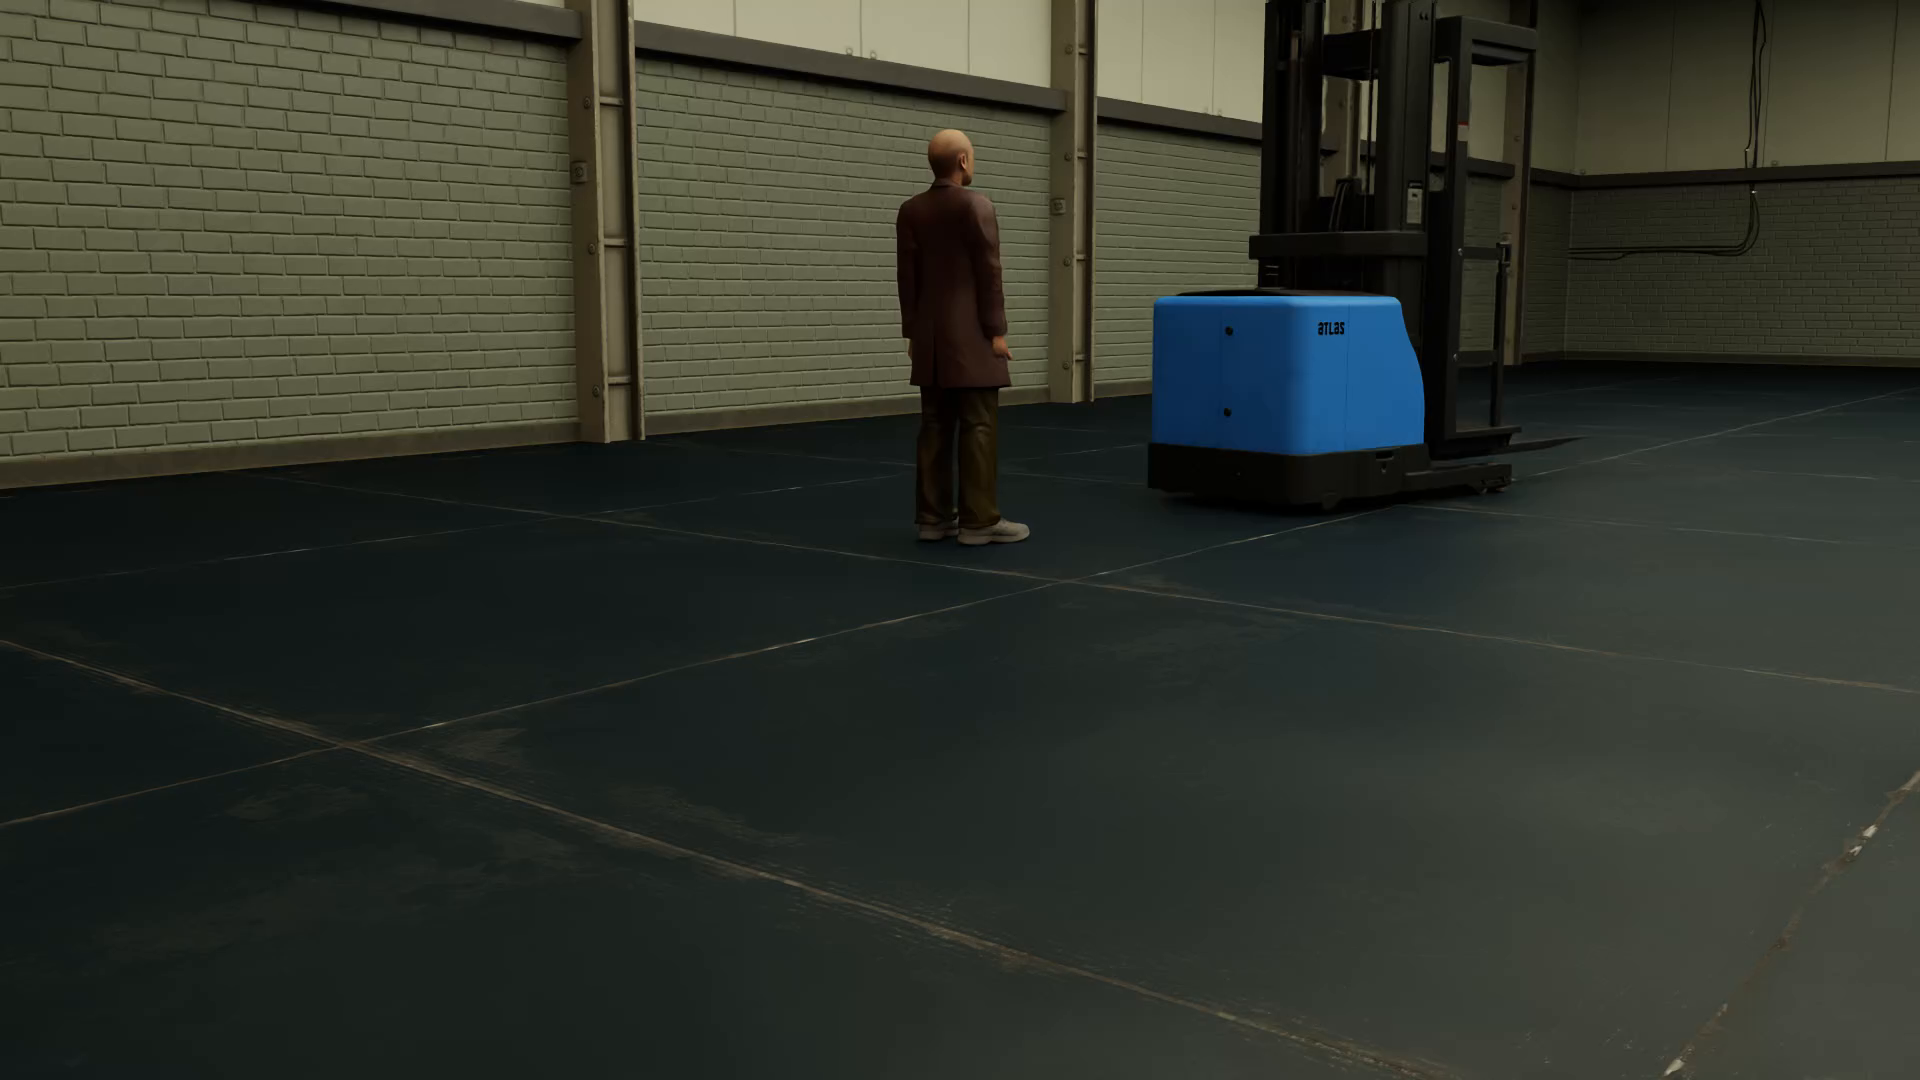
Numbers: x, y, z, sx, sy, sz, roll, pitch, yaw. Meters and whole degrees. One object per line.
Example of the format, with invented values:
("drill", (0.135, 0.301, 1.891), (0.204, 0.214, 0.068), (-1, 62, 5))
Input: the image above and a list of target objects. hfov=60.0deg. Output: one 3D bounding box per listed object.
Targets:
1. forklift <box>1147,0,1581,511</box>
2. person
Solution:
("forklift", (2.434, -1.748, 9.229), (3.031, 2.935, 1.130), (-7, 11, -41))
("person", (0.004, -0.885, 7.298), (0.551, 1.782, 0.390), (7, 11, 38))
